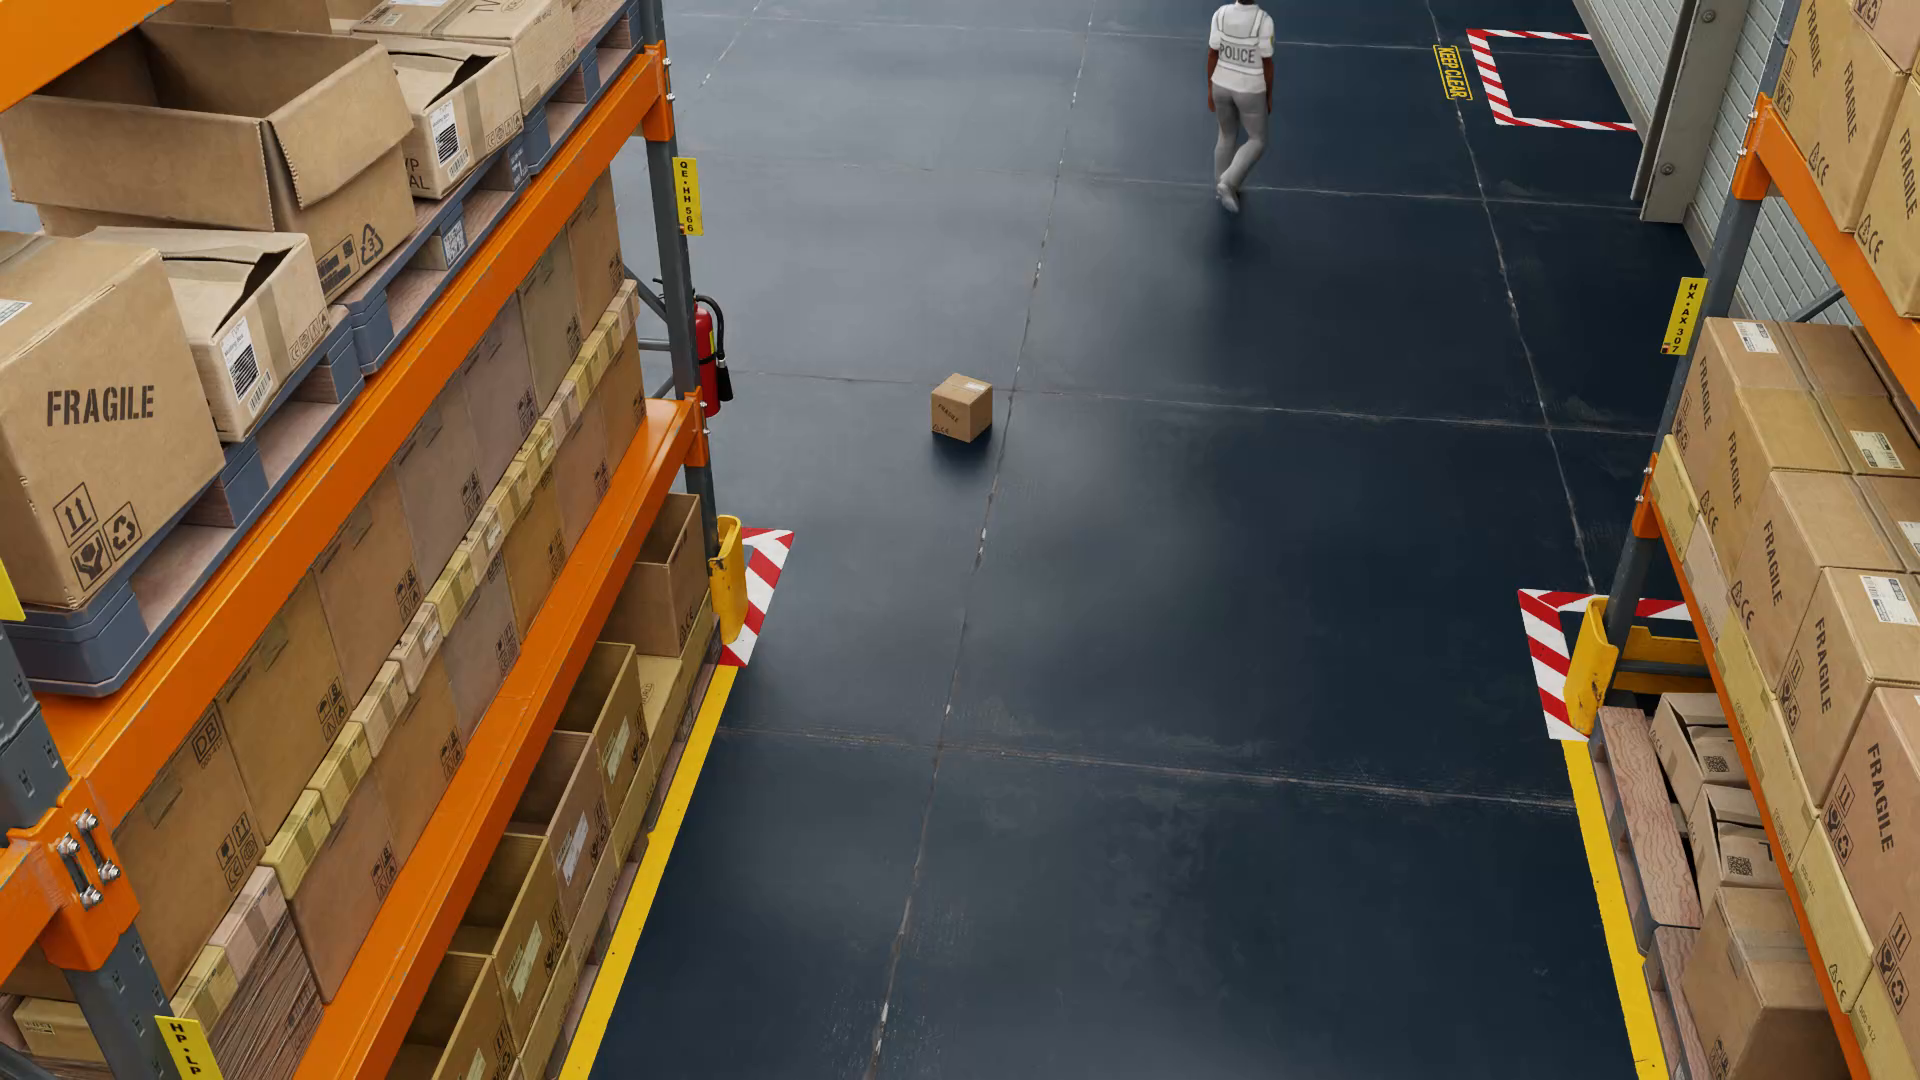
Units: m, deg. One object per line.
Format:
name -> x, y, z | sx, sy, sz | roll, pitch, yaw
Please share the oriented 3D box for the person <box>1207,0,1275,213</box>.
person -> 1.847, -2.998, 11.052 | 0.451, 1.678, 0.667 | 21, 41, 26
